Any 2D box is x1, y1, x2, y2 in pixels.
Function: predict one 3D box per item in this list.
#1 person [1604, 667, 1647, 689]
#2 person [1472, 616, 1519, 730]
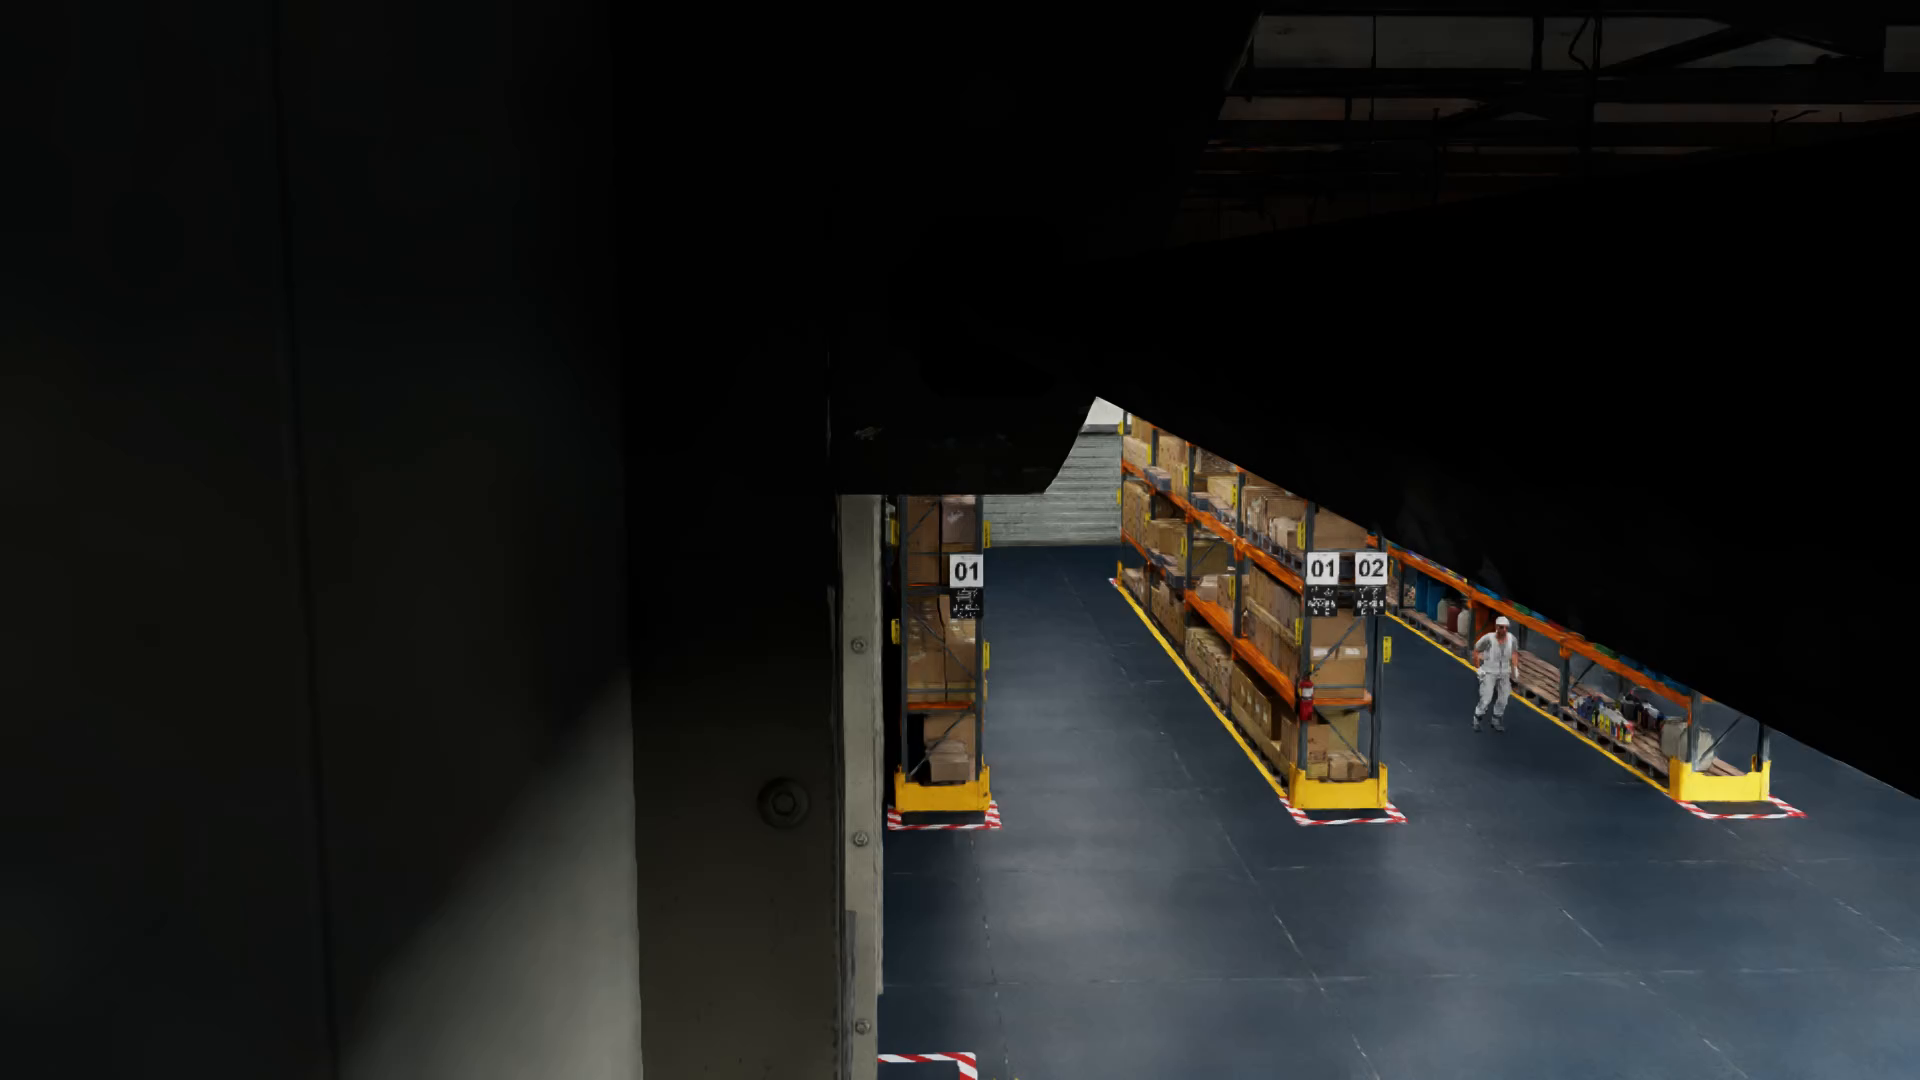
[{"bbox_3d":[10.765,1.567,26.925,0.495,1.589,1.086,0,8,-1],"label":"person"},{"bbox_3d":[7.776,1.934,24.124,0.677,1.742,0.552,-1,8,-4],"label":"person"}]
